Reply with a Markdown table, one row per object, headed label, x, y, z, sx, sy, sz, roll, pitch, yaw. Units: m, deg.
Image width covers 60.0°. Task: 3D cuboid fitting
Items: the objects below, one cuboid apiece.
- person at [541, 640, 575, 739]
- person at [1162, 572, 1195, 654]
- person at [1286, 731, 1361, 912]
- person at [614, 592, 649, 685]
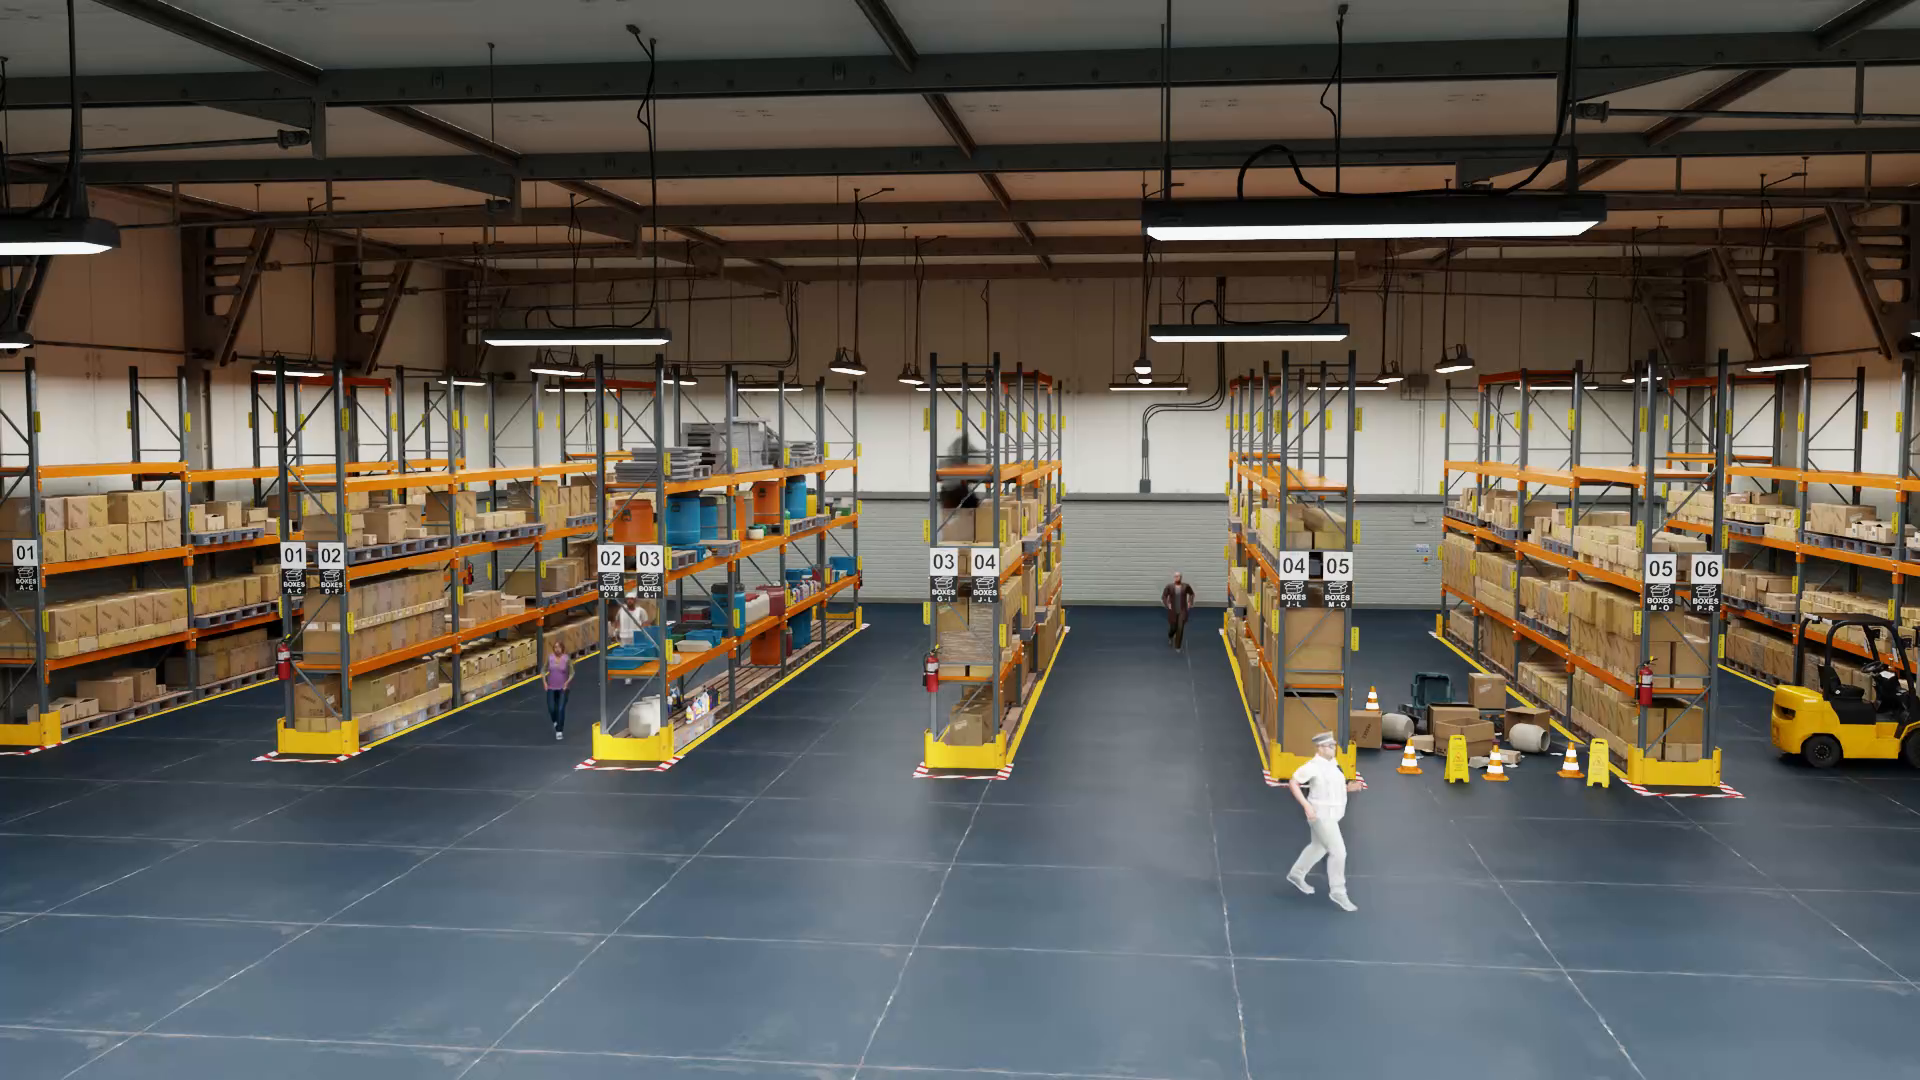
| label | x | y | z | sx | sy | sz | roll | pitch | yaw |
| --- | --- | --- | --- | --- | --- | --- | --- | --- | --- |
| person | -6.374 | 2.365 | 26.352 | 0.534 | 1.564 | 0.493 | -1 | 4 | -7 |
| person | 4.778 | 1.567 | 36.376 | 0.717 | 1.769 | 0.835 | 1 | 4 | 8 |
| person | 3.772 | 2.890 | 17.290 | 0.837 | 1.839 | 0.640 | 2 | 5 | 31 |
| person | -6.305 | 1.878 | 31.873 | 0.694 | 1.747 | 0.804 | 0 | 4 | 0 |
